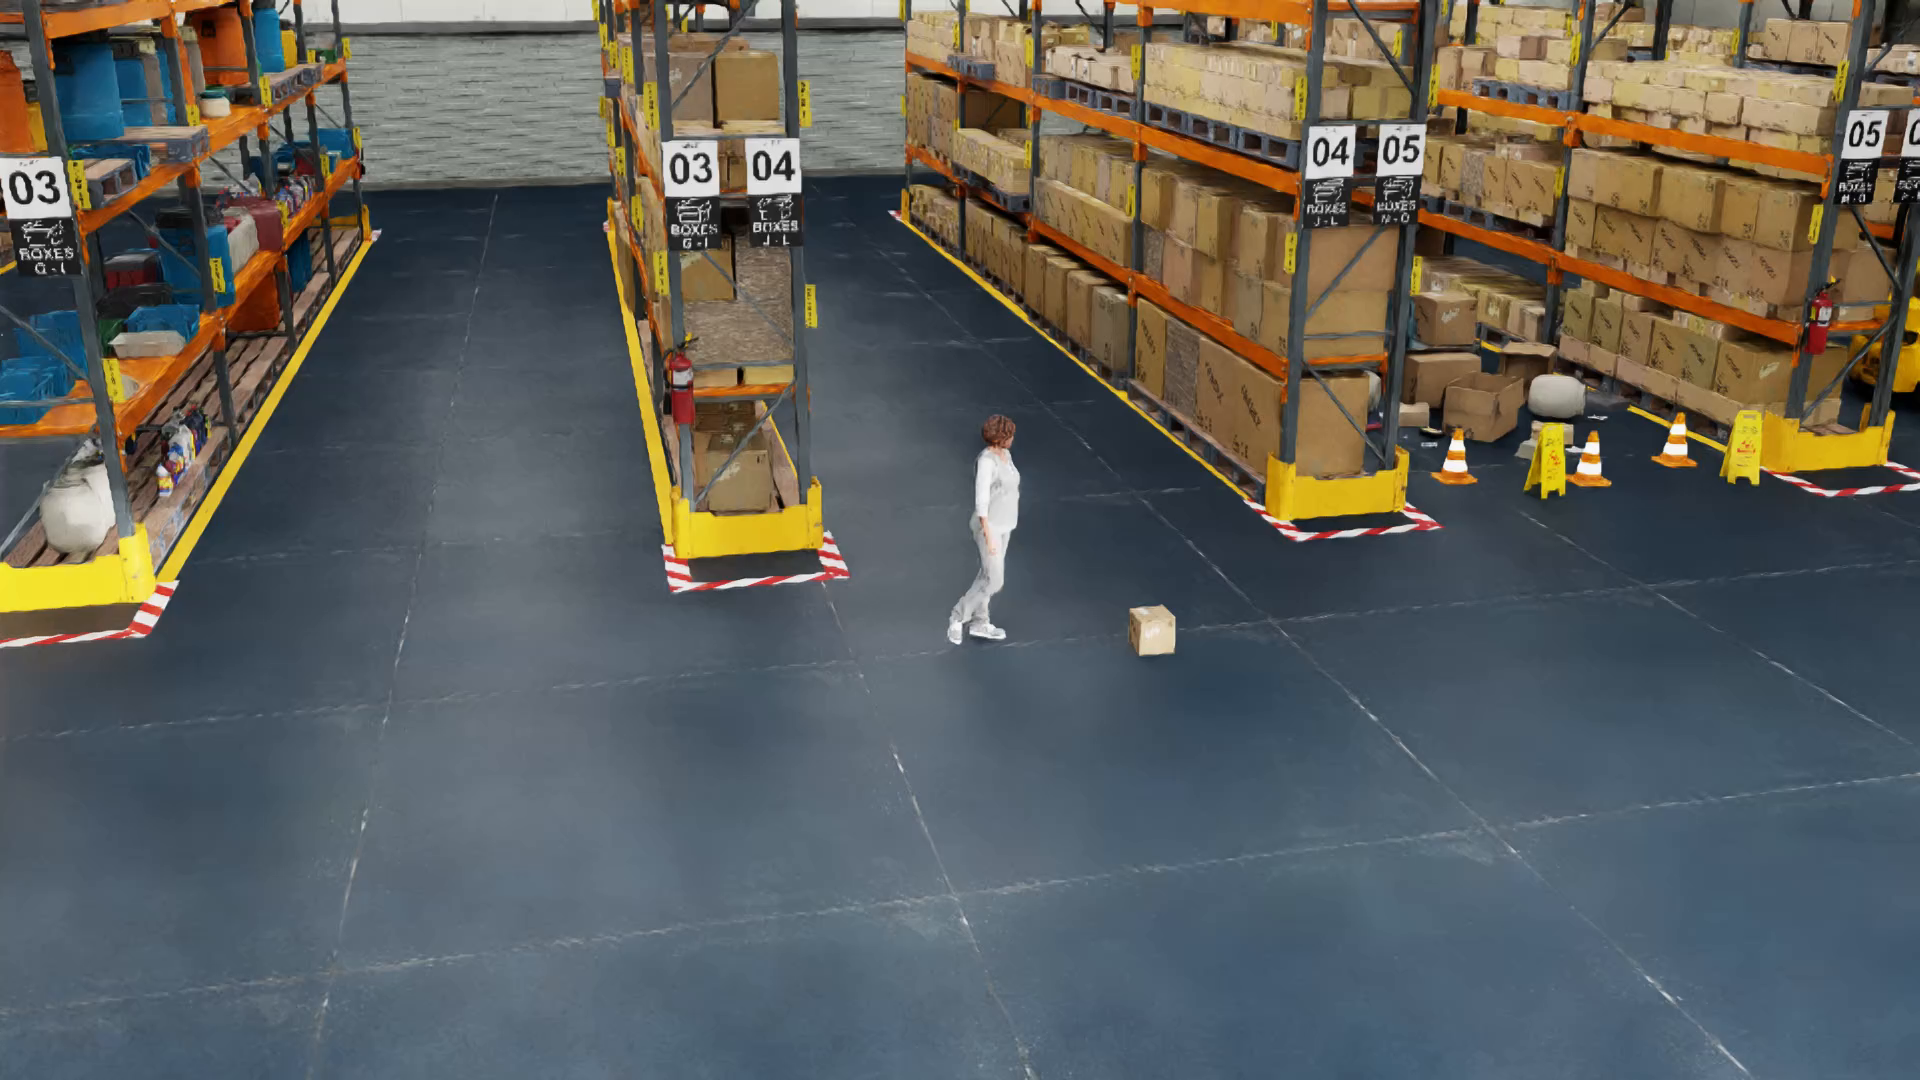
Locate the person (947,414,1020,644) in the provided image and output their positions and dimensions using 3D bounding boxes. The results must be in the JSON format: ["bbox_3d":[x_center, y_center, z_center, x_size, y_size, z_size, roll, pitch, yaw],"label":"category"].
[{"bbox_3d":[0.157,-0.062,11.212,0.419,1.590,0.578,9,22,23],"label":"person"}]
